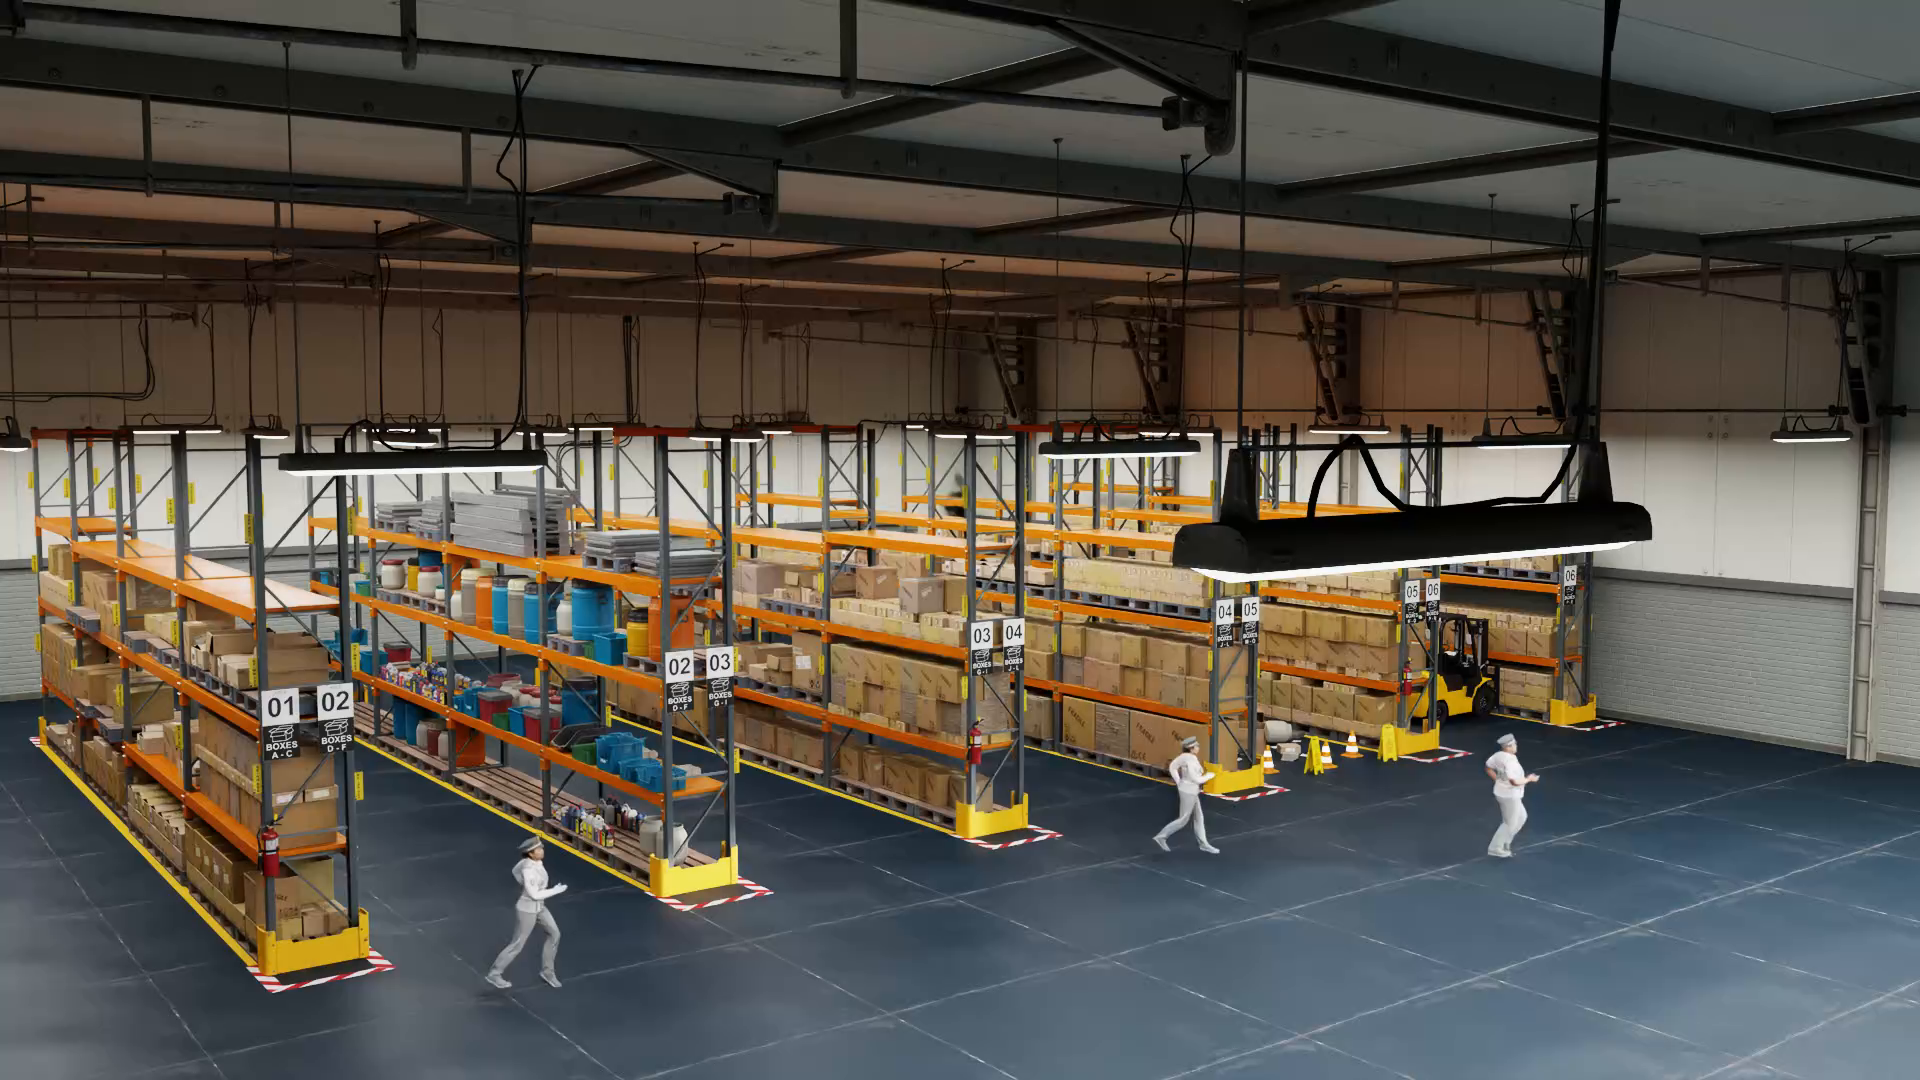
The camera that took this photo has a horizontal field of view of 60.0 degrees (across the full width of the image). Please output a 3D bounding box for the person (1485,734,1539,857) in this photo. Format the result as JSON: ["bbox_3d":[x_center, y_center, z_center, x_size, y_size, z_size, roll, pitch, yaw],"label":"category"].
[{"bbox_3d":[7.779,3.623,23.430,0.676,1.805,0.643,0,4,2],"label":"person"}]

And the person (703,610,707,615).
[{"bbox_3d":[-5.933,2.467,38.842,0.571,1.672,0.670,-1,5,-17],"label":"person"}]

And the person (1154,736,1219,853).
[{"bbox_3d":[3.218,3.608,23.566,0.926,1.686,0.606,0,4,-2],"label":"person"}]

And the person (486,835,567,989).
[{"bbox_3d":[-4.713,4.072,18.117,0.872,1.726,0.620,0,4,-4],"label":"person"}]
